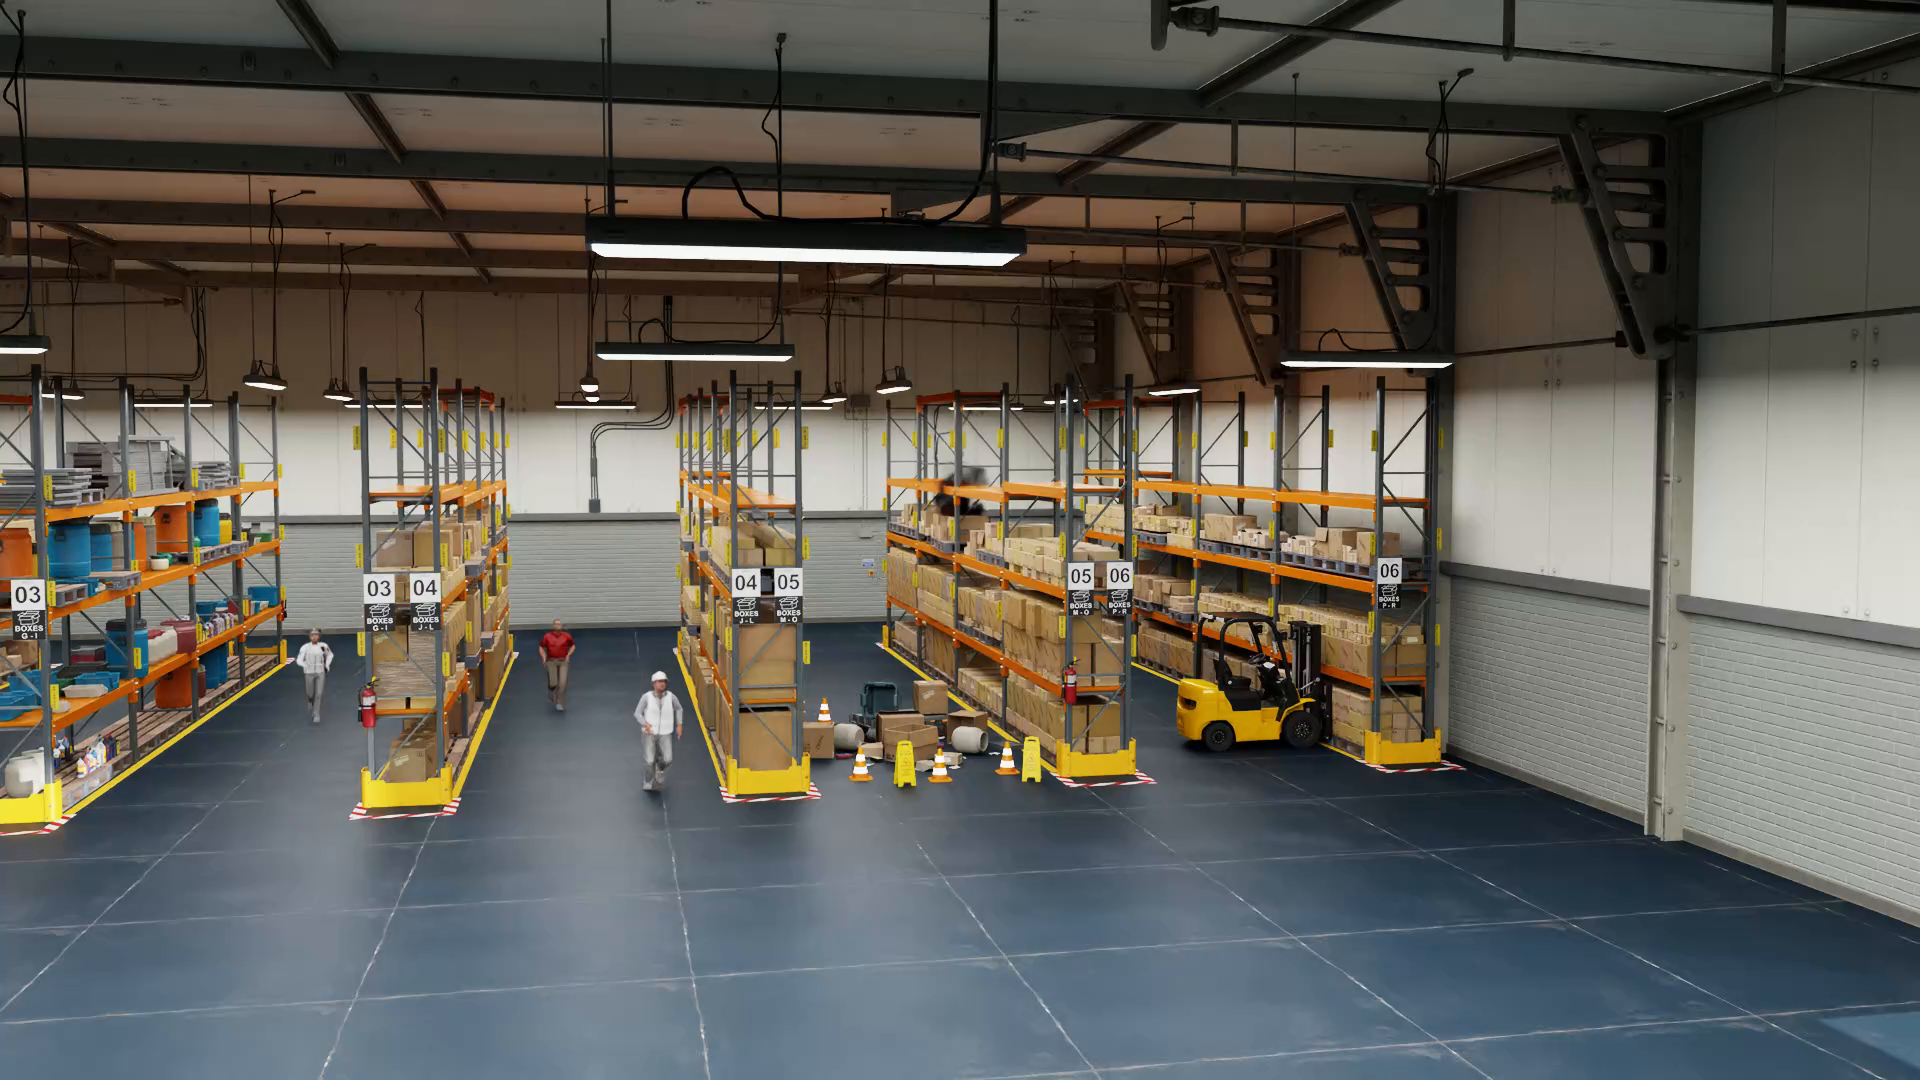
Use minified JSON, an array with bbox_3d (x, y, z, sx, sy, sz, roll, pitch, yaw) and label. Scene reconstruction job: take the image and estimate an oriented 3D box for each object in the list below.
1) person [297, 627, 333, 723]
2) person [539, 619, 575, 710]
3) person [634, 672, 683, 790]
[{"bbox_3d":[-11.504,2.387,29.693,0.618,1.664,0.890,-2,4,-24],"label":"person"},{"bbox_3d":[-7.528,2.319,31.115,0.664,1.682,0.602,-1,4,-18],"label":"person"},{"bbox_3d":[-4.276,2.726,23.702,0.710,1.706,0.535,-1,4,-20],"label":"person"}]
